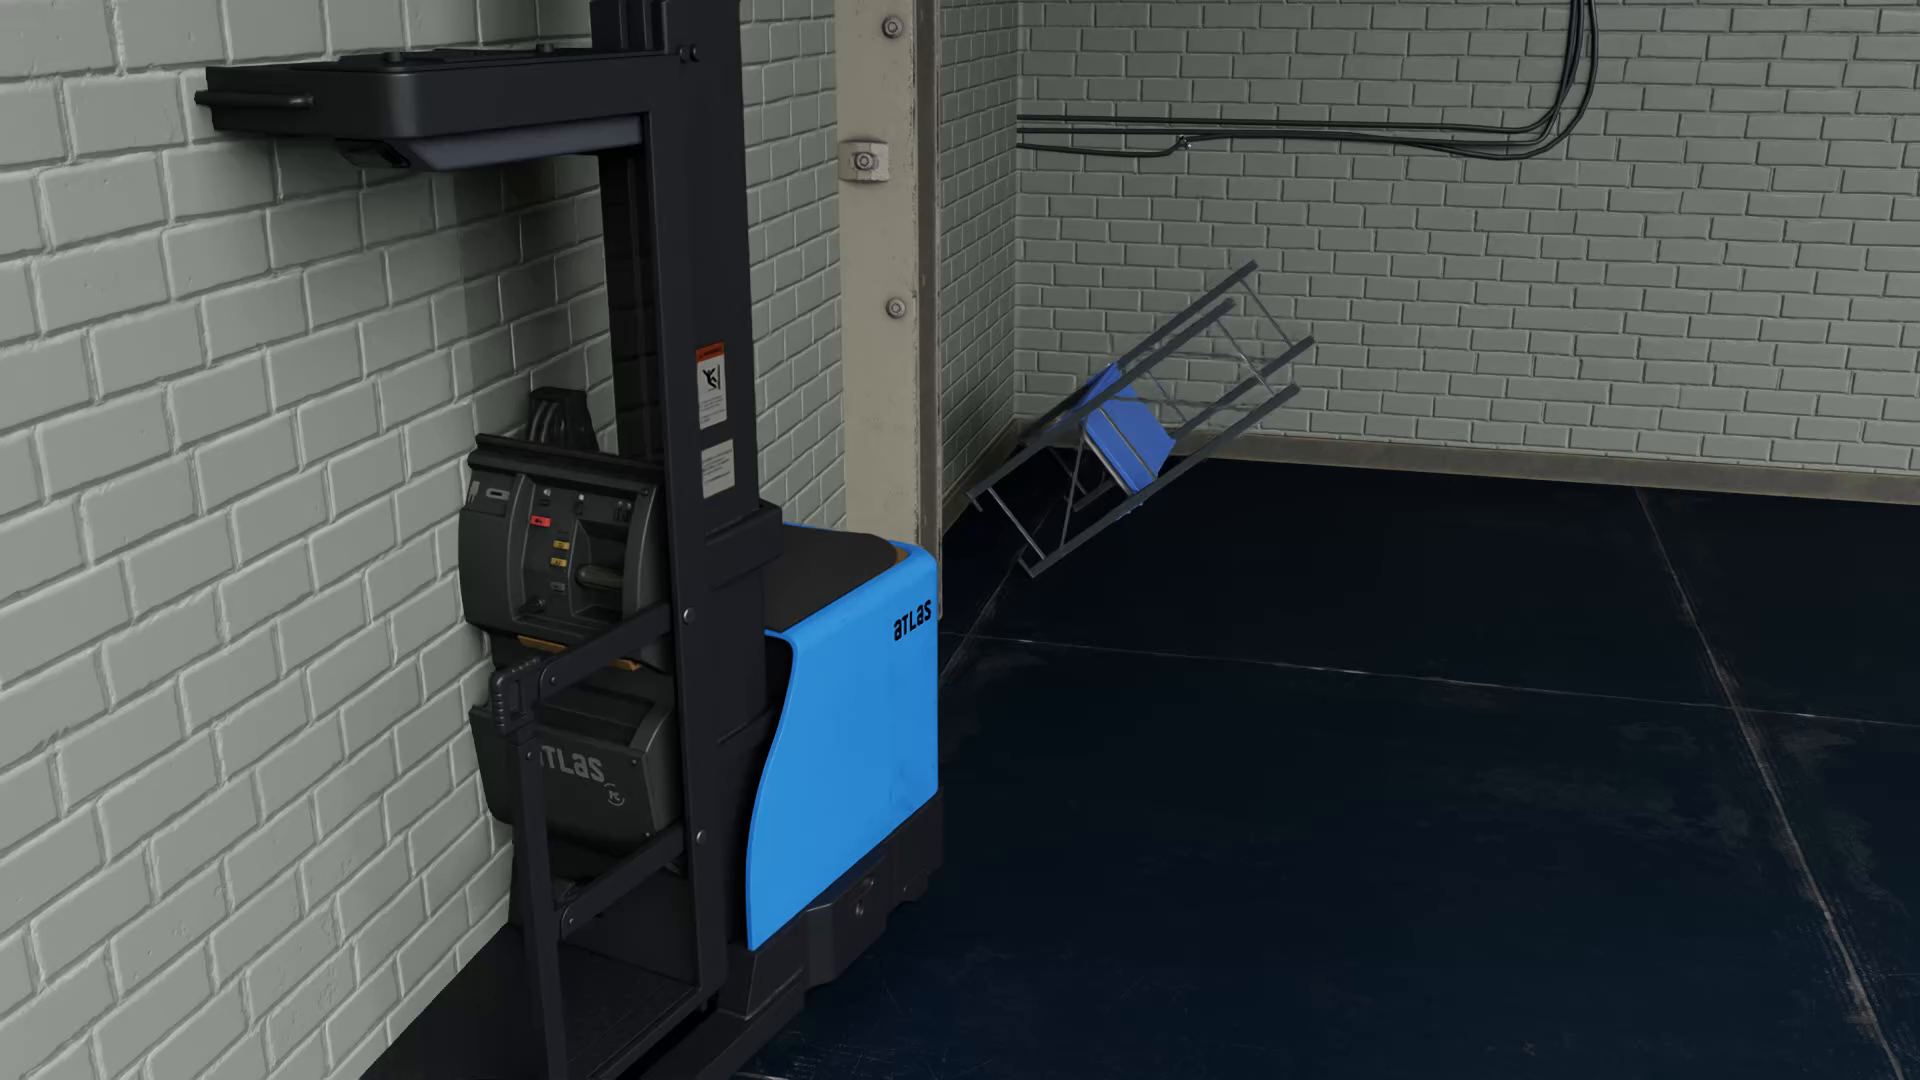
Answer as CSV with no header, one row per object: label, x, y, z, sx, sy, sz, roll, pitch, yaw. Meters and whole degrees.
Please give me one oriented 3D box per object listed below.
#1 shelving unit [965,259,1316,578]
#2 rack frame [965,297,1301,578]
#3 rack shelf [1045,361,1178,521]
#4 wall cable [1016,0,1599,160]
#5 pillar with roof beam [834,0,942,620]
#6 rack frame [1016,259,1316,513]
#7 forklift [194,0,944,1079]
shelving unit,0.871,-0.586,7.824,1.500,0.538,1.048,-36,6,23
rack frame,0.739,-0.427,7.360,1.500,0.500,0.032,-36,6,23
rack shelf,0.737,-0.489,7.895,0.185,0.538,1.000,-36,6,23
wall cable,1.729,-3.230,8.527,3.097,2.526,0.112,5,19,13
pillar with roof beam,3.902,-3.541,4.632,9.100,9.000,0.400,5,19,13
rack frame,1.002,-0.745,8.289,1.500,0.500,0.032,-36,6,23
forklift,-1.185,-0.004,3.663,1.130,2.935,3.031,10,21,26
